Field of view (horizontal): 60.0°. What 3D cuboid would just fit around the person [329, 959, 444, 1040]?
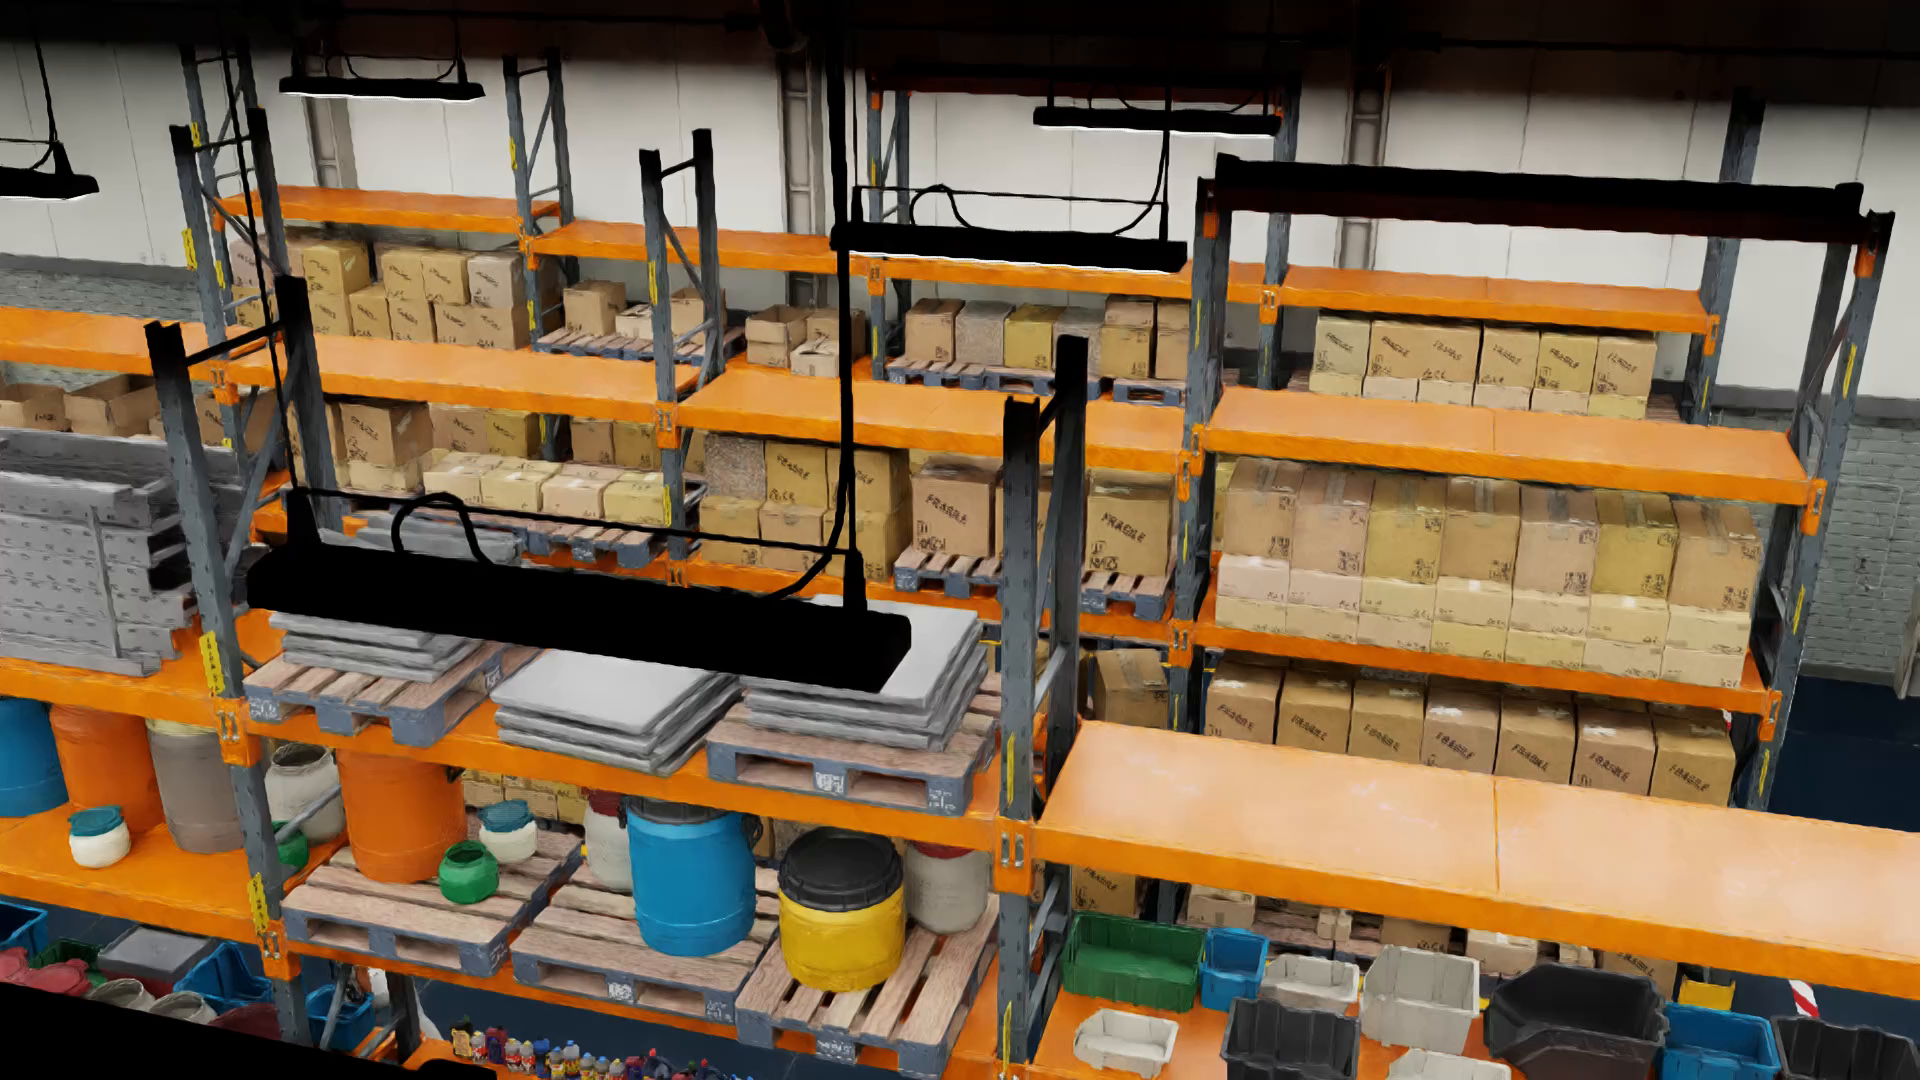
[{"bbox_3d":[-4.034,3.016,11.417,1.090,1.583,0.497,7,24,17],"label":"person"}]
